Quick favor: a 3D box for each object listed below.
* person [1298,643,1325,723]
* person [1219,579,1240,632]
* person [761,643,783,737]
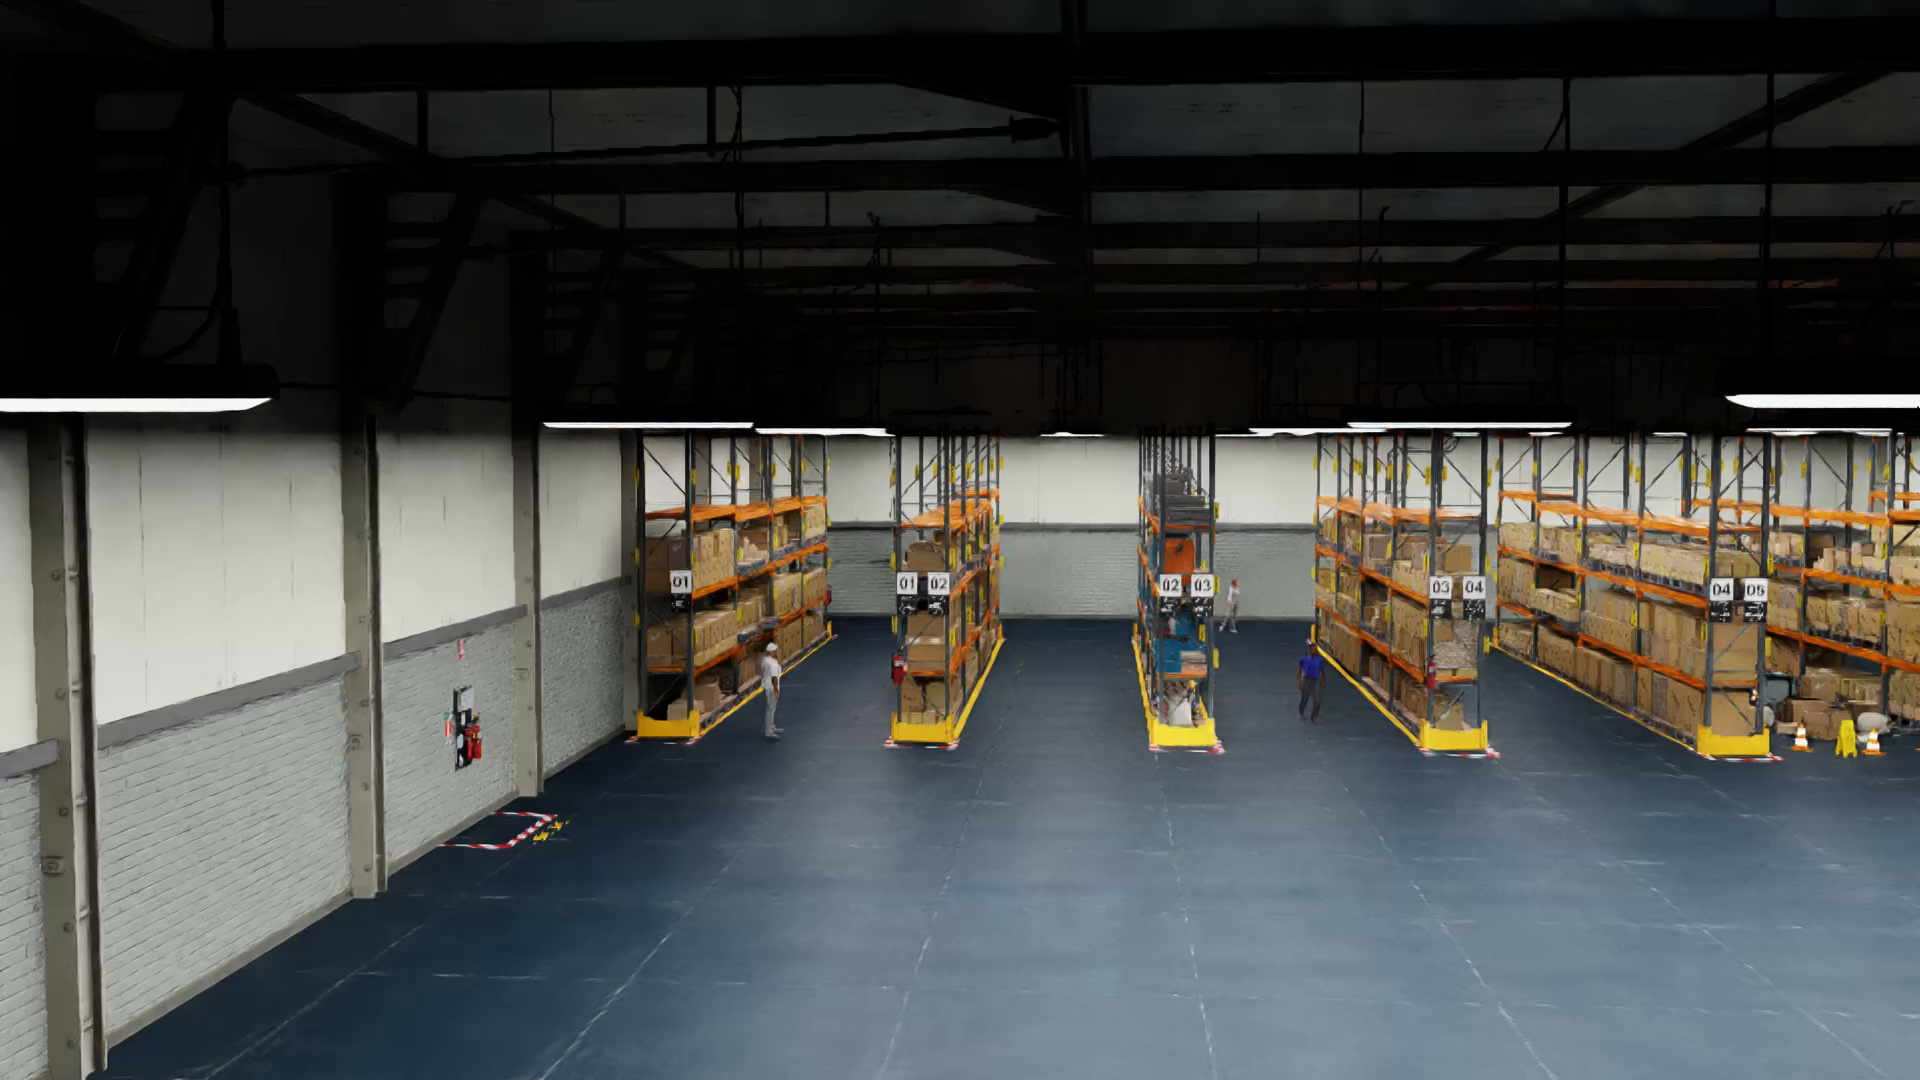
[{"bbox_3d":[7.090,2.866,33.679,0.587,1.621,0.661,0,3,-4],"label":"person"},{"bbox_3d":[7.994,2.046,49.283,0.600,1.367,0.472,-3,5,-40],"label":"person"},{"bbox_3d":[-3.589,2.867,32.062,0.464,1.772,0.645,-2,4,-23],"label":"person"}]
